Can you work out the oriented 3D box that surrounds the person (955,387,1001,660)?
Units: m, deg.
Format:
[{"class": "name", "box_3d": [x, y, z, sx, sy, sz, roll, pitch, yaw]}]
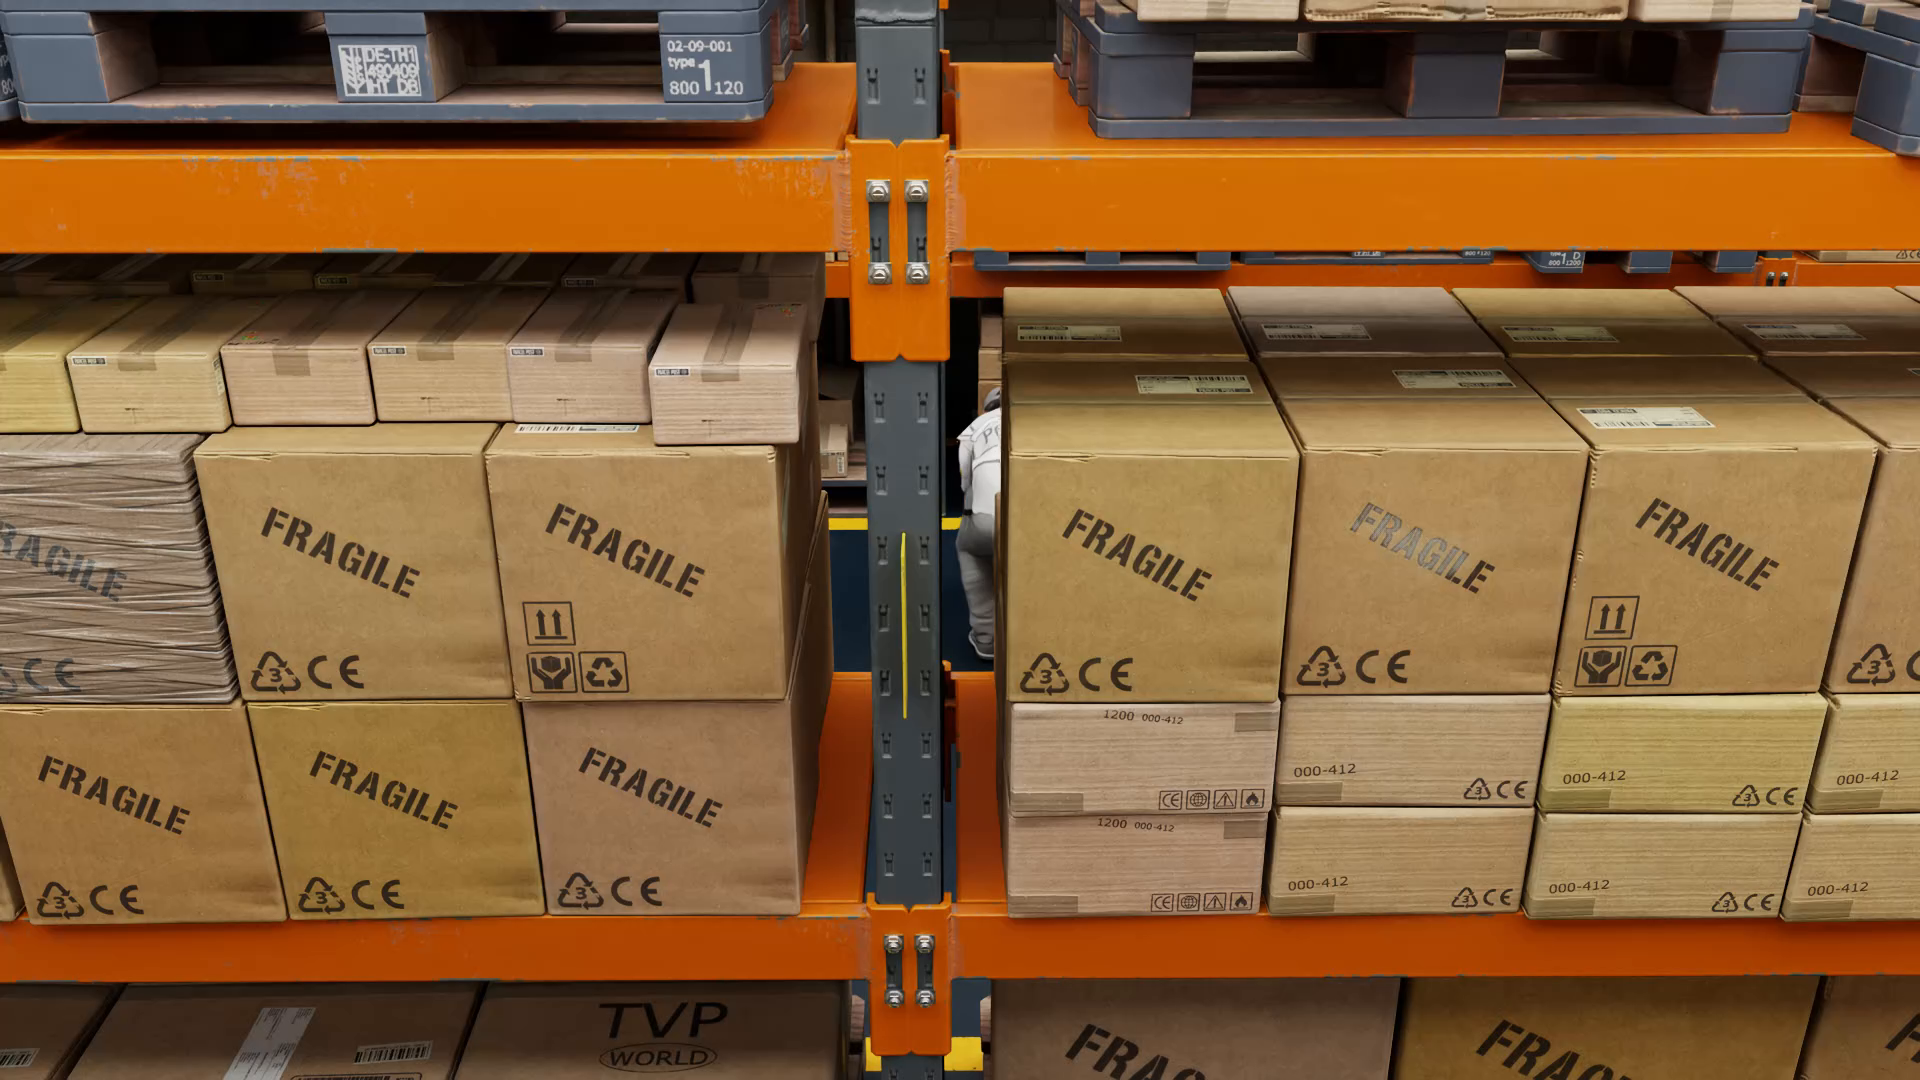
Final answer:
[{"class": "person", "box_3d": [0.230, -0.045, 6.996, 0.501, 1.015, 0.938, -1, 24, -3]}]
